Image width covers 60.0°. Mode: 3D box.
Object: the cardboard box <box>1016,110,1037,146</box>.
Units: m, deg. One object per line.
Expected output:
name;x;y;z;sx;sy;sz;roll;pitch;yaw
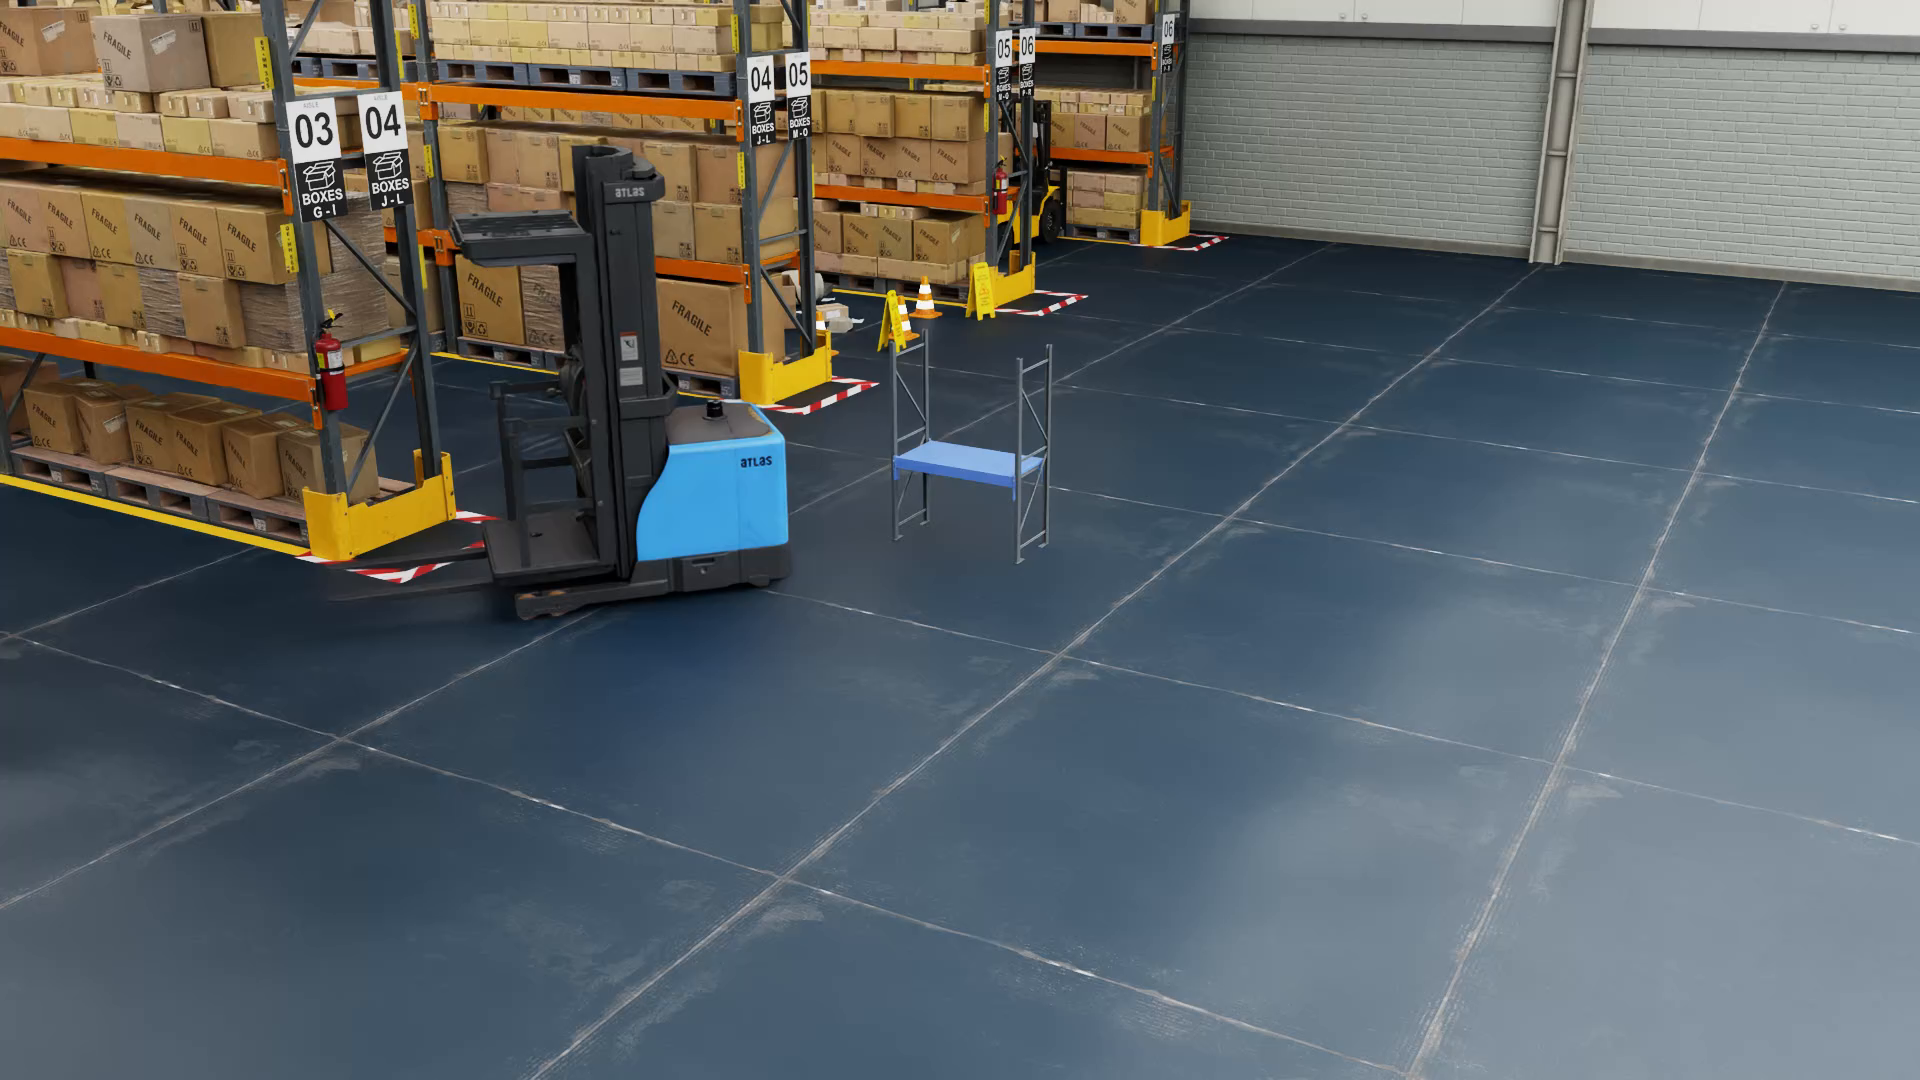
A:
cardboard box;1.115;-6.171;24.831;0.500;0.500;0.500;11;23;28

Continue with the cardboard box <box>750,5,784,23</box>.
cardboard box;-1.866;-4.958;15.673;0.250;0.149;0.380;11;23;28

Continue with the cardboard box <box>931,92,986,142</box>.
cardboard box;0.043;-5.064;19.878;0.500;0.500;0.700;10;22;26

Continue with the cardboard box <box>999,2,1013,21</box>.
cardboard box;0.669;-7.785;24.463;0.258;0.266;0.396;10;22;26

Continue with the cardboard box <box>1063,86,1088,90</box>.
cardboard box;1.742;-6.725;24.972;0.250;0.149;0.380;10;22;26

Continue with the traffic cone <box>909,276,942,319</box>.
traffic cone;-0.409;-2.882;19.632;0.334;0.463;0.336;11;23;27

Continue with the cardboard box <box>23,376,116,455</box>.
cardboard box;-7.400;-1.046;13.900;0.500;0.500;0.500;10;22;26

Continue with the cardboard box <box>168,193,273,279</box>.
cardboard box;-5.277;-2.193;11.964;0.500;0.500;0.500;11;23;27

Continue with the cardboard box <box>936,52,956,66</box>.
cardboard box;-0.085;-5.687;19.614;0.250;0.149;0.380;11;23;28

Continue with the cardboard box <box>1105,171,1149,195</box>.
cardboard box;2.459;-5.224;24.318;0.500;0.250;0.500;12;23;29

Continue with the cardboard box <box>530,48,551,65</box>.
cardboard box;-3.958;-4.726;16.201;0.250;0.149;0.380;11;23;27

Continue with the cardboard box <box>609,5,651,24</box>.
cardboard box;-3.075;-4.932;15.601;0.250;0.149;0.380;11;23;28

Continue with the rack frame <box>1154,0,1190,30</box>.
rack frame;3.013;-8.686;23.114;0.127;3.000;1.000;11;23;27

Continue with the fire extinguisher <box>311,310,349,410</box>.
fire extinguisher;-4.362;-1.245;11.511;0.183;0.674;0.296;11;23;27

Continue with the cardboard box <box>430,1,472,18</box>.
cardboard box;-5.070;-5.312;16.647;0.250;0.149;0.380;11;23;28

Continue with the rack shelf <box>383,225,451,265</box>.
rack shelf;-6.968;-3.557;18.826;4.000;0.370;1.077;11;23;27

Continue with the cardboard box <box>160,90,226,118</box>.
cardboard box;-5.325;-3.043;11.592;0.250;0.149;0.380;11;23;28

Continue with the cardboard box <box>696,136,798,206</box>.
cardboard box;-2.035;-3.548;15.945;0.550;0.550;0.875;11;23;27

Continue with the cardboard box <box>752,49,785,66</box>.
cardboard box;-1.873;-4.586;15.815;0.250;0.149;0.380;11;23;28

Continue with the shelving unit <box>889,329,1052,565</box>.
shelving unit;0.074;-0.691;12.070;1.048;1.500;0.538;11;23;27

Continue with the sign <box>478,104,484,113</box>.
sign;-6.656;-6.096;23.074;0.005;0.325;0.100;11;23;27

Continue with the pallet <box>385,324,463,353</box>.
pallet;-5.933;-2.357;18.554;1.213;0.211;1.003;11;23;27

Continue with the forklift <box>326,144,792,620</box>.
forklift;-2.739;-1.056;10.978;3.031;2.935;1.130;-7;21;-18

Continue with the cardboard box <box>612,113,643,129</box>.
cardboard box;-4.293;-5.615;22.247;0.500;0.500;0.500;12;23;29

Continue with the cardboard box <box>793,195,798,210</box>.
cardboard box;-1.984;-4.313;21.221;0.250;0.149;0.380;12;23;29

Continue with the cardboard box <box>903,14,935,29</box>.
cardboard box;-0.478;-6.171;19.780;0.250;0.149;0.380;11;23;28

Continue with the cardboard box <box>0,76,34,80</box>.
cardboard box;-7.330;-3.460;12.740;0.250;0.149;0.380;10;22;25

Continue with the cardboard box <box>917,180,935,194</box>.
cardboard box;-0.324;-4.326;20.260;0.250;0.149;0.380;10;22;26

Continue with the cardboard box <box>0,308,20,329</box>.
cardboard box;-7.477;-1.813;13.334;0.250;0.149;0.380;11;23;27

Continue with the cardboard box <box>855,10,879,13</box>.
cardboard box;-1.113;-6.502;20.692;0.250;0.149;0.380;11;23;28

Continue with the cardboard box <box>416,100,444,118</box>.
cardboard box;-7.419;-6.326;23.792;0.500;0.500;0.500;11;23;28

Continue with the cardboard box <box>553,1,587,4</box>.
cardboard box;-3.863;-5.339;16.723;0.250;0.149;0.380;11;23;27

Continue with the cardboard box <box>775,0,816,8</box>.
cardboard box;-2.569;-8.535;26.188;0.500;0.500;0.500;11;23;29

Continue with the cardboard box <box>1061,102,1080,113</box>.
cardboard box;1.672;-6.362;24.407;0.250;0.149;0.380;10;22;26

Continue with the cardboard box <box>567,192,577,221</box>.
cardboard box;-3.478;-3.307;16.863;0.500;0.550;0.875;11;23;27

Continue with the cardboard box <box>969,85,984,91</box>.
cardboard box;0.329;-6.752;25.045;0.250;0.149;0.380;11;23;28

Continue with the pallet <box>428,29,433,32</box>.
pallet;-6.977;-7.130;23.501;1.003;0.211;1.213;12;23;30

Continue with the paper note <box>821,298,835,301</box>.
paper note;-1.626;-2.972;20.512;0.148;0.019;0.142;3;20;9

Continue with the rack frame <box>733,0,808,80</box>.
rack frame;-1.730;-5.717;14.929;0.127;3.000;1.000;11;23;27

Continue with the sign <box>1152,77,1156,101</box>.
sign;2.736;-6.362;23.460;0.005;0.325;0.100;11;23;27

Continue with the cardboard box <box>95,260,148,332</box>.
cardboard box;-6.045;-1.954;12.769;0.500;0.500;0.875;11;23;27

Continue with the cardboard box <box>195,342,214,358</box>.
cardboard box;-5.457;-1.473;12.396;0.250;0.149;0.380;11;23;27

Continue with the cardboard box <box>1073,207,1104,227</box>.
cardboard box;2.019;-4.840;24.726;0.500;0.250;0.500;11;23;27

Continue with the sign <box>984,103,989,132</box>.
sign;0.307;-4.918;19.364;0.005;0.325;0.100;11;23;27

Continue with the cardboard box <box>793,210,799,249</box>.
cardboard box;-2.040;-4.046;21.437;0.500;0.500;0.500;12;23;29

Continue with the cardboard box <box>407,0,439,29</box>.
cardboard box;-7.346;-7.480;23.427;0.500;0.500;0.700;10;22;25

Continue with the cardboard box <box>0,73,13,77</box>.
cardboard box;-8.092;-3.866;13.458;0.637;0.503;0.797;10;22;25

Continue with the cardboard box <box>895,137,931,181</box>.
cardboard box;-0.448;-4.667;20.249;0.500;0.500;0.500;11;23;27

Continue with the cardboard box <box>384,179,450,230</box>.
cardboard box;-5.808;-3.616;17.789;0.500;0.500;0.500;11;22;27

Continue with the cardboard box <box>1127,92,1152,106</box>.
cardboard box;2.598;-6.354;23.949;0.250;0.149;0.380;11;23;27
